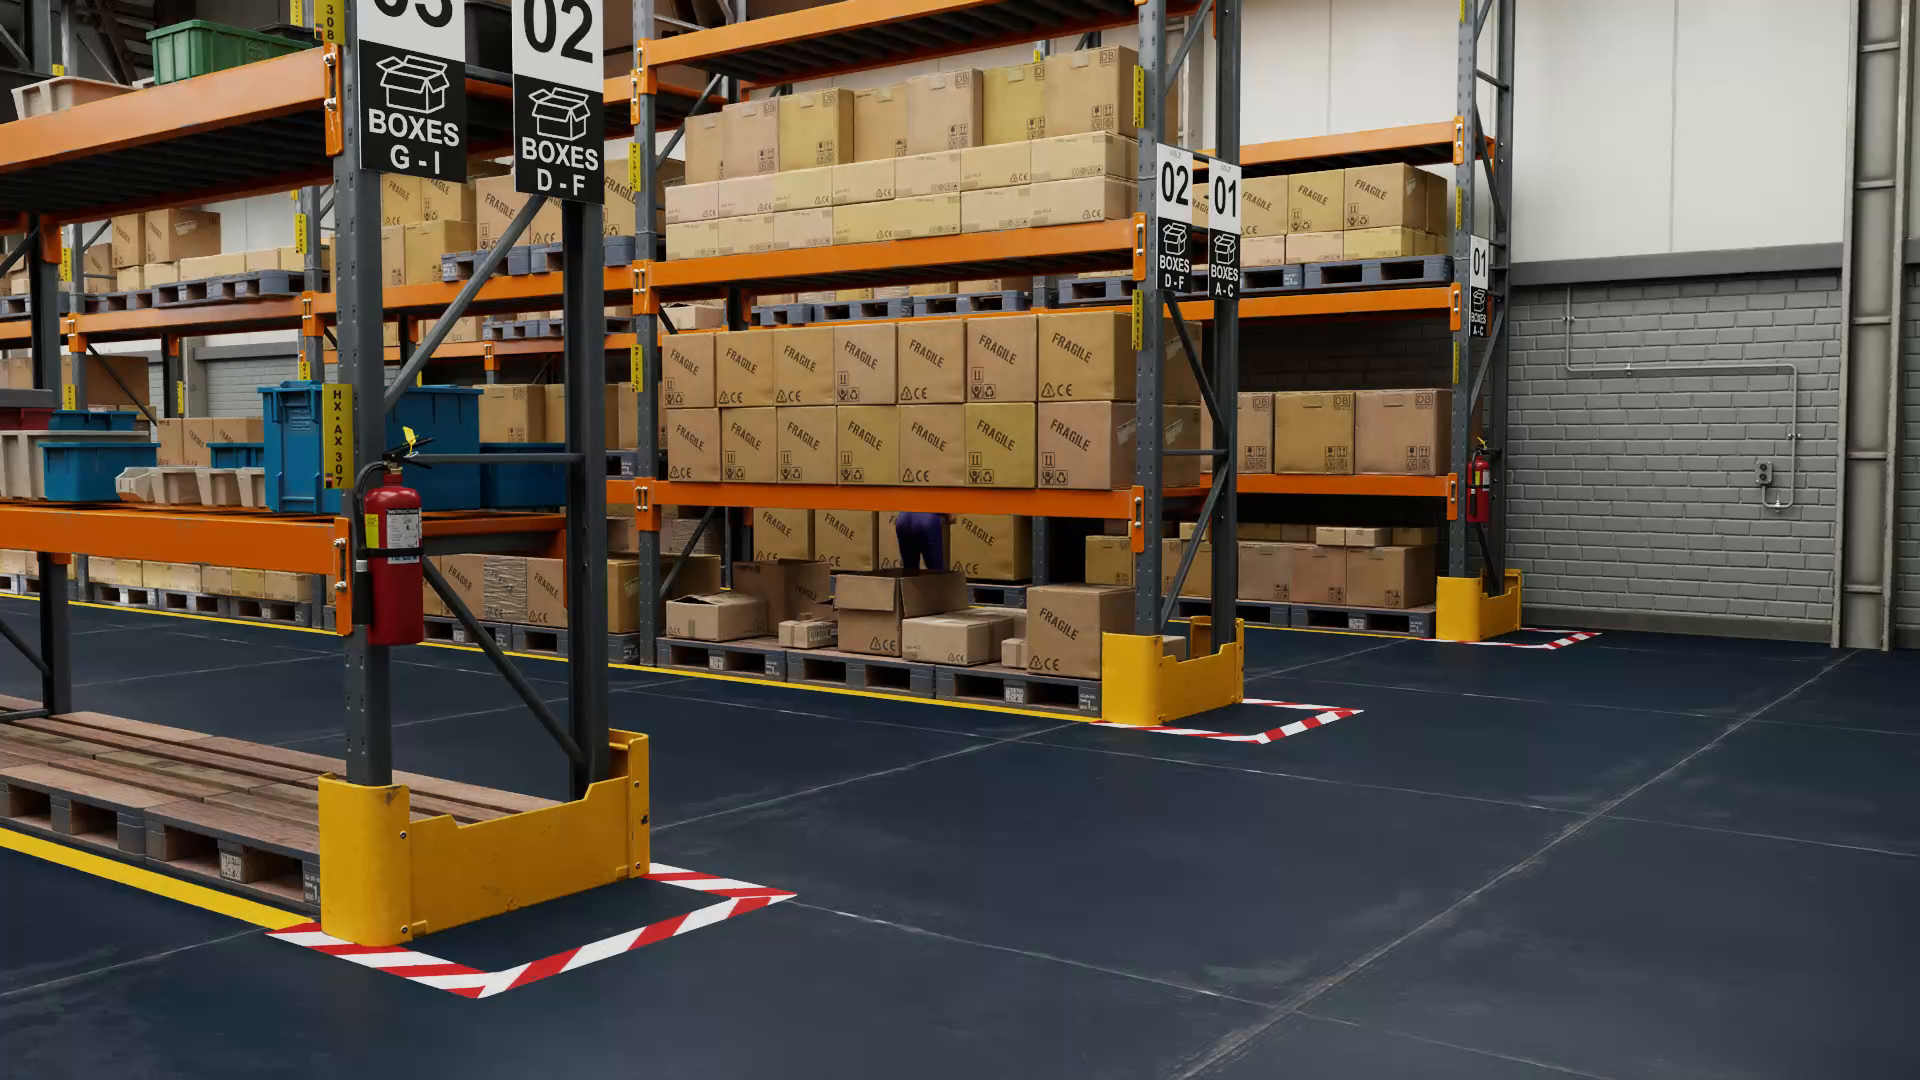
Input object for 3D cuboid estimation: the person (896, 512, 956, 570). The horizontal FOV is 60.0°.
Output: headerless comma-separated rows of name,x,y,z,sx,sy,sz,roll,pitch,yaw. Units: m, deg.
person,-0.304,-0.098,14.580,0.453,1.637,0.517,3,4,37
